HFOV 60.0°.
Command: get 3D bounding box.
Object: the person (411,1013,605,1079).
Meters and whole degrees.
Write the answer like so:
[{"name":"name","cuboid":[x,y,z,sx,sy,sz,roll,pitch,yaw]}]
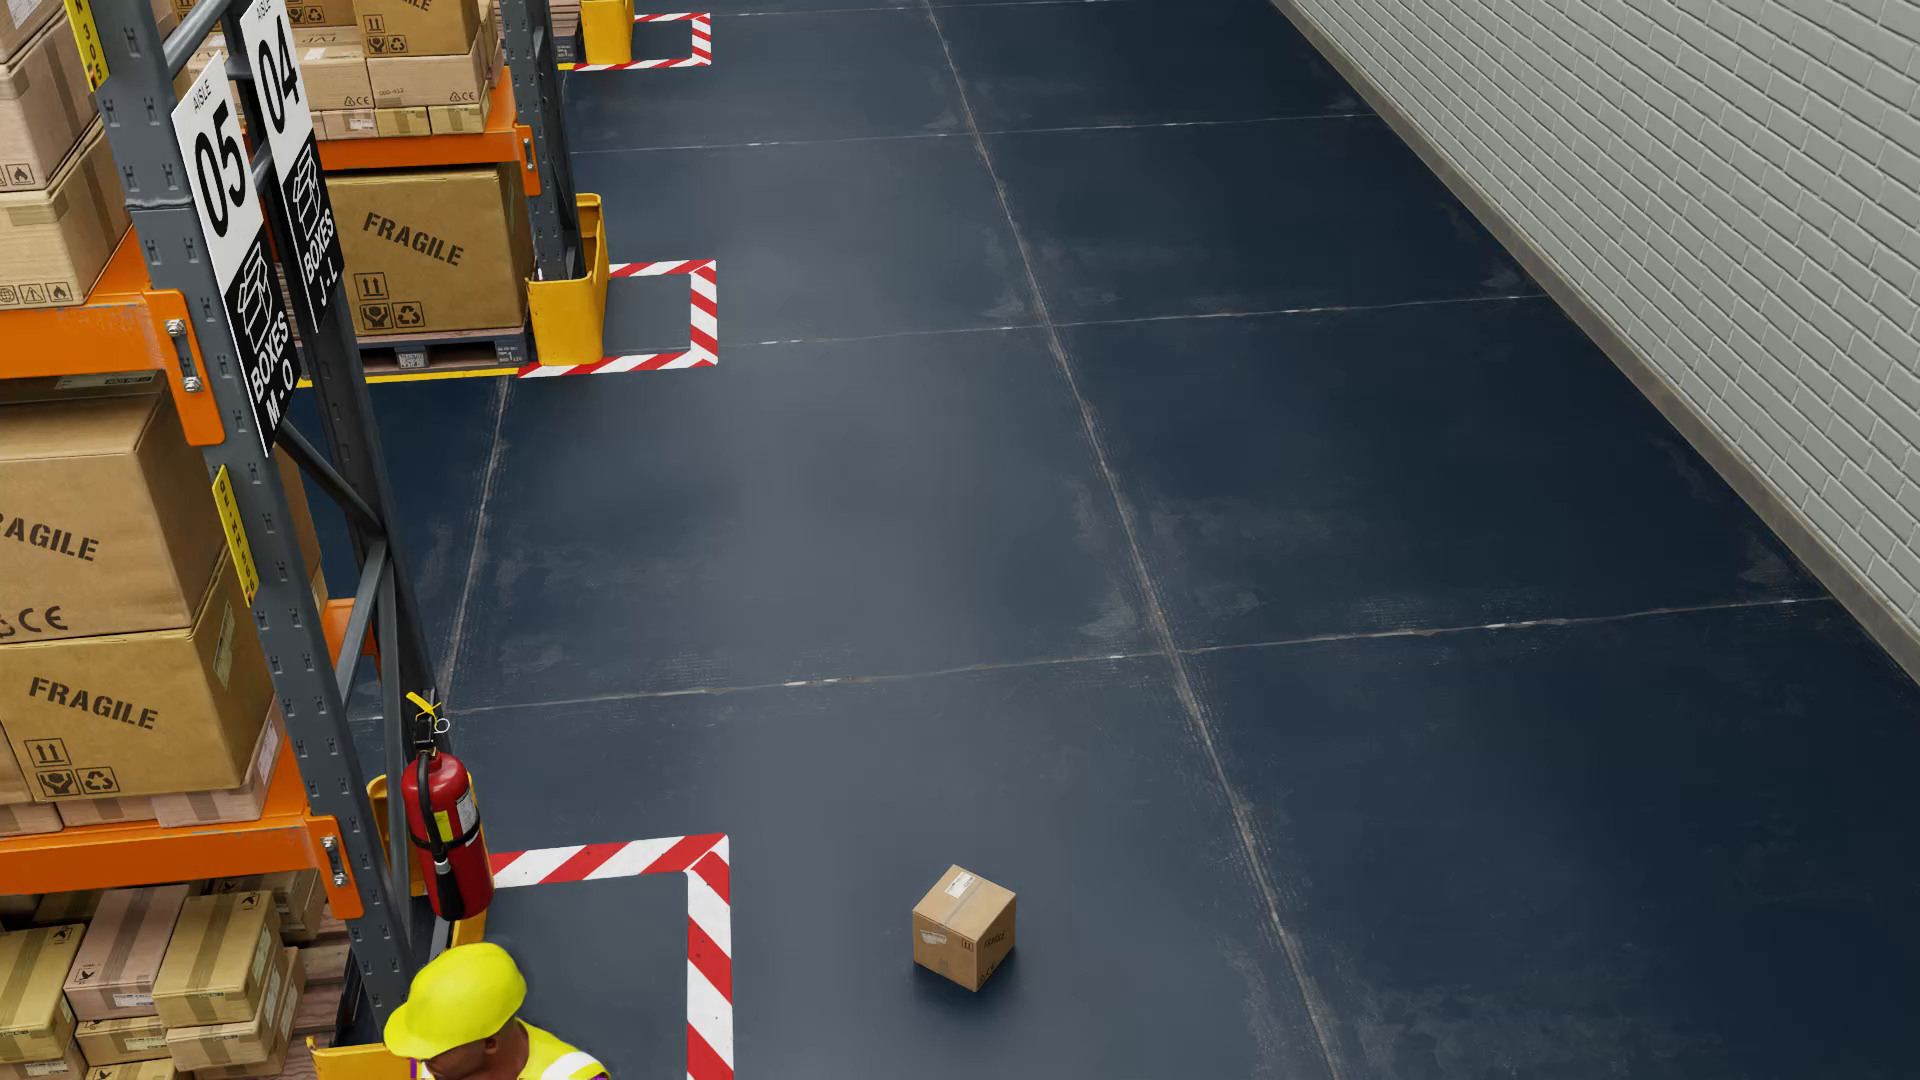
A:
[{"name":"person","cuboid":[-0.965,1.606,3.799,0.613,1.707,0.622,17,38,23]}]
